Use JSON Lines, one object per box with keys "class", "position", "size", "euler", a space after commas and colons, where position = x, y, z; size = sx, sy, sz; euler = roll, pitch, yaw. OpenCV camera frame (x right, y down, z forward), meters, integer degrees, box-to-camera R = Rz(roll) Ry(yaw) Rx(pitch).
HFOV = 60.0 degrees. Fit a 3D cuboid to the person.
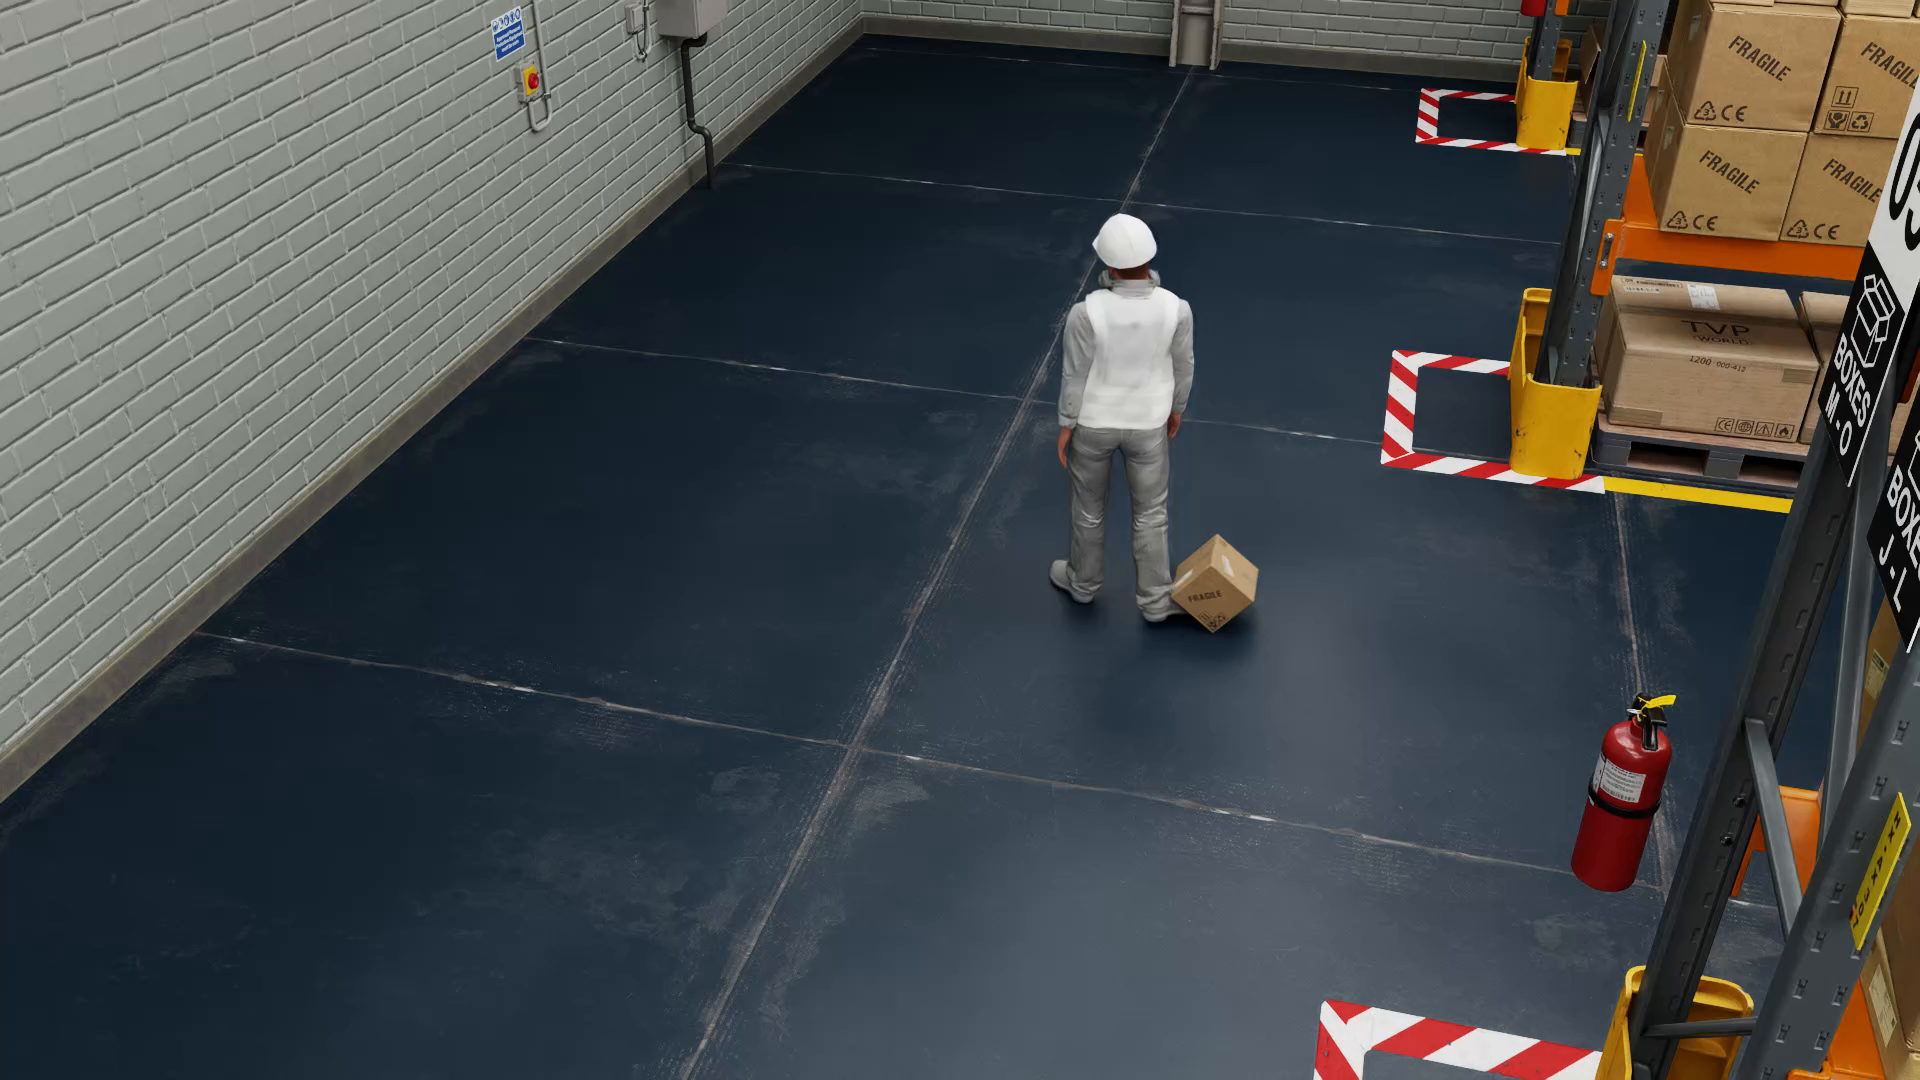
{"class": "person", "position": [0.722, -0.491, 6.860], "size": [0.652, 1.771, 0.459], "euler": [-1, 33, -1]}
